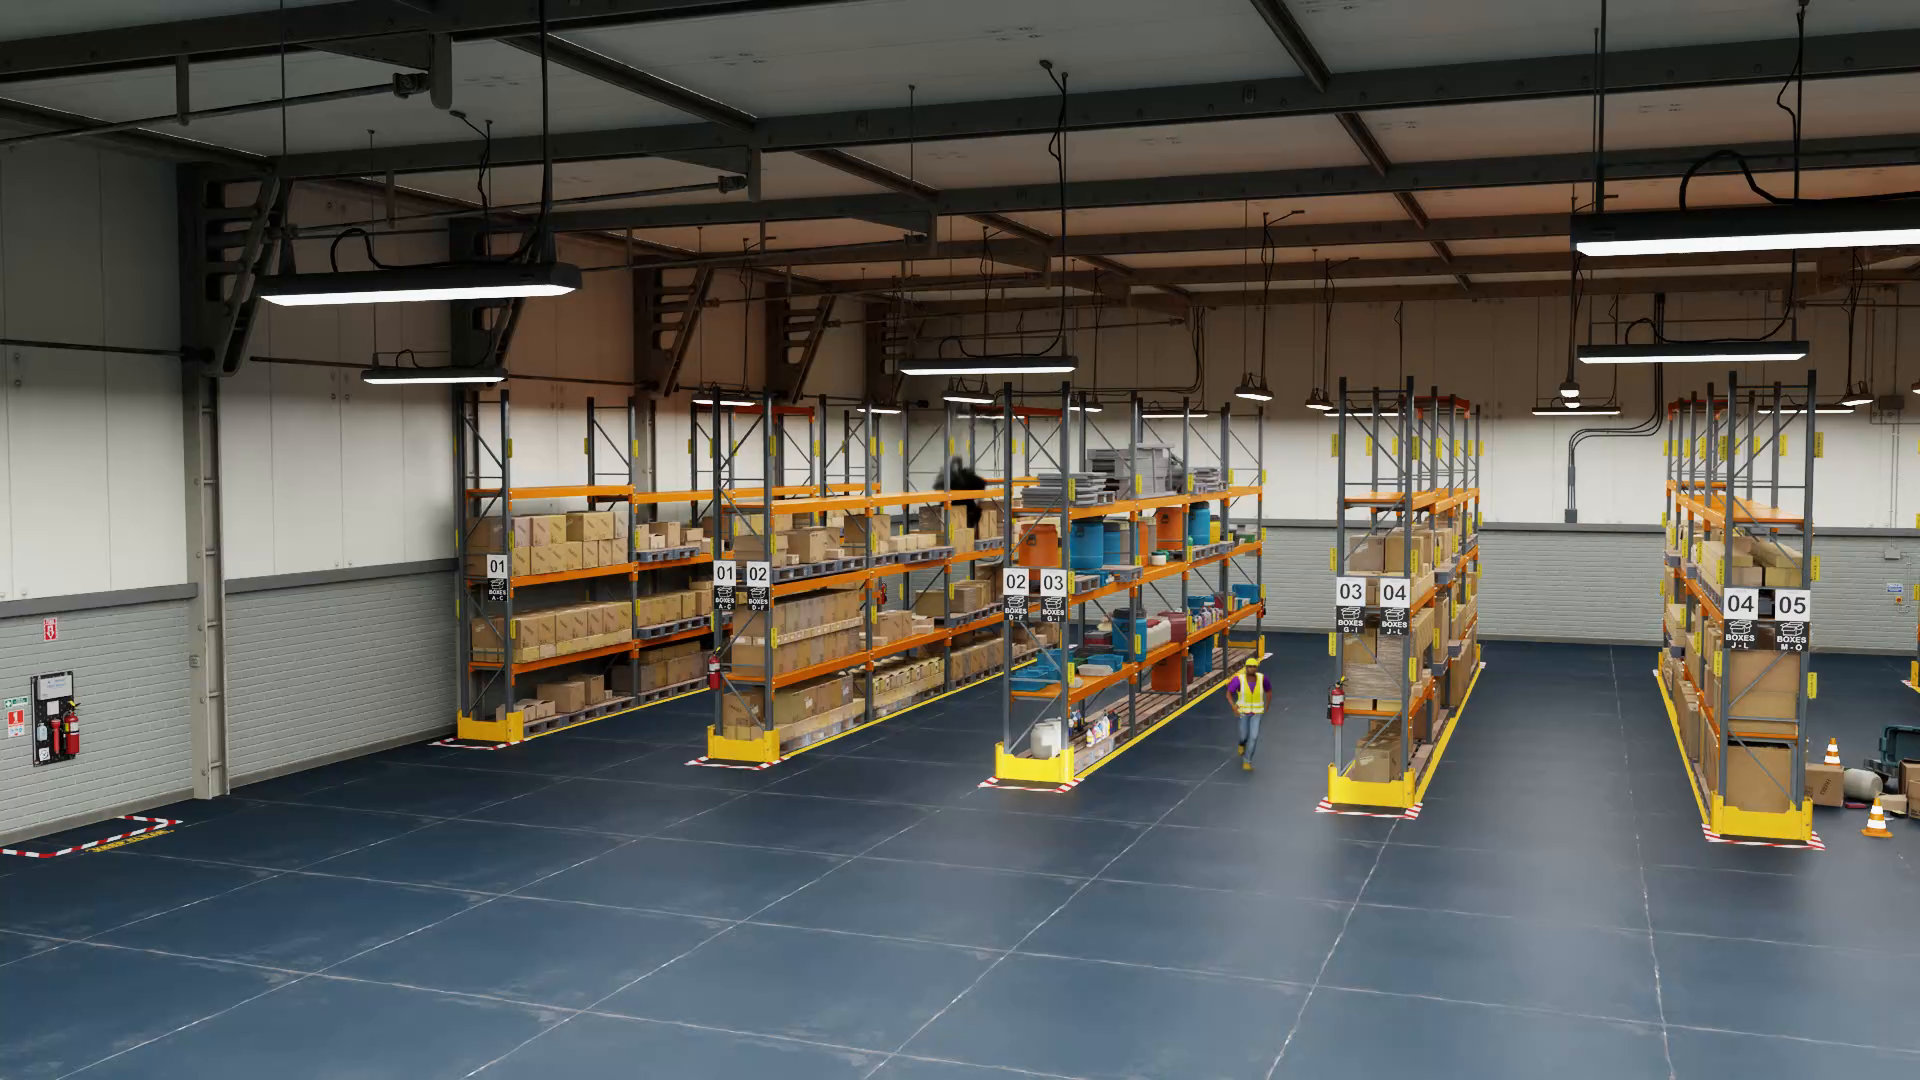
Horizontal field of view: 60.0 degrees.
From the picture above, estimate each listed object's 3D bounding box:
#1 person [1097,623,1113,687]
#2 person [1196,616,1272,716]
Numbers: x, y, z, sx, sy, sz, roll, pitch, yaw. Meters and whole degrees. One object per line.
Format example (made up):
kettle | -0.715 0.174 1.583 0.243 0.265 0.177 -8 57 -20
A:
person | 2.983 2.392 34.444 0.536 1.325 0.481 2 4 33
person | 4.640 2.102 29.941 0.726 0.872 8.168 0 3 1
